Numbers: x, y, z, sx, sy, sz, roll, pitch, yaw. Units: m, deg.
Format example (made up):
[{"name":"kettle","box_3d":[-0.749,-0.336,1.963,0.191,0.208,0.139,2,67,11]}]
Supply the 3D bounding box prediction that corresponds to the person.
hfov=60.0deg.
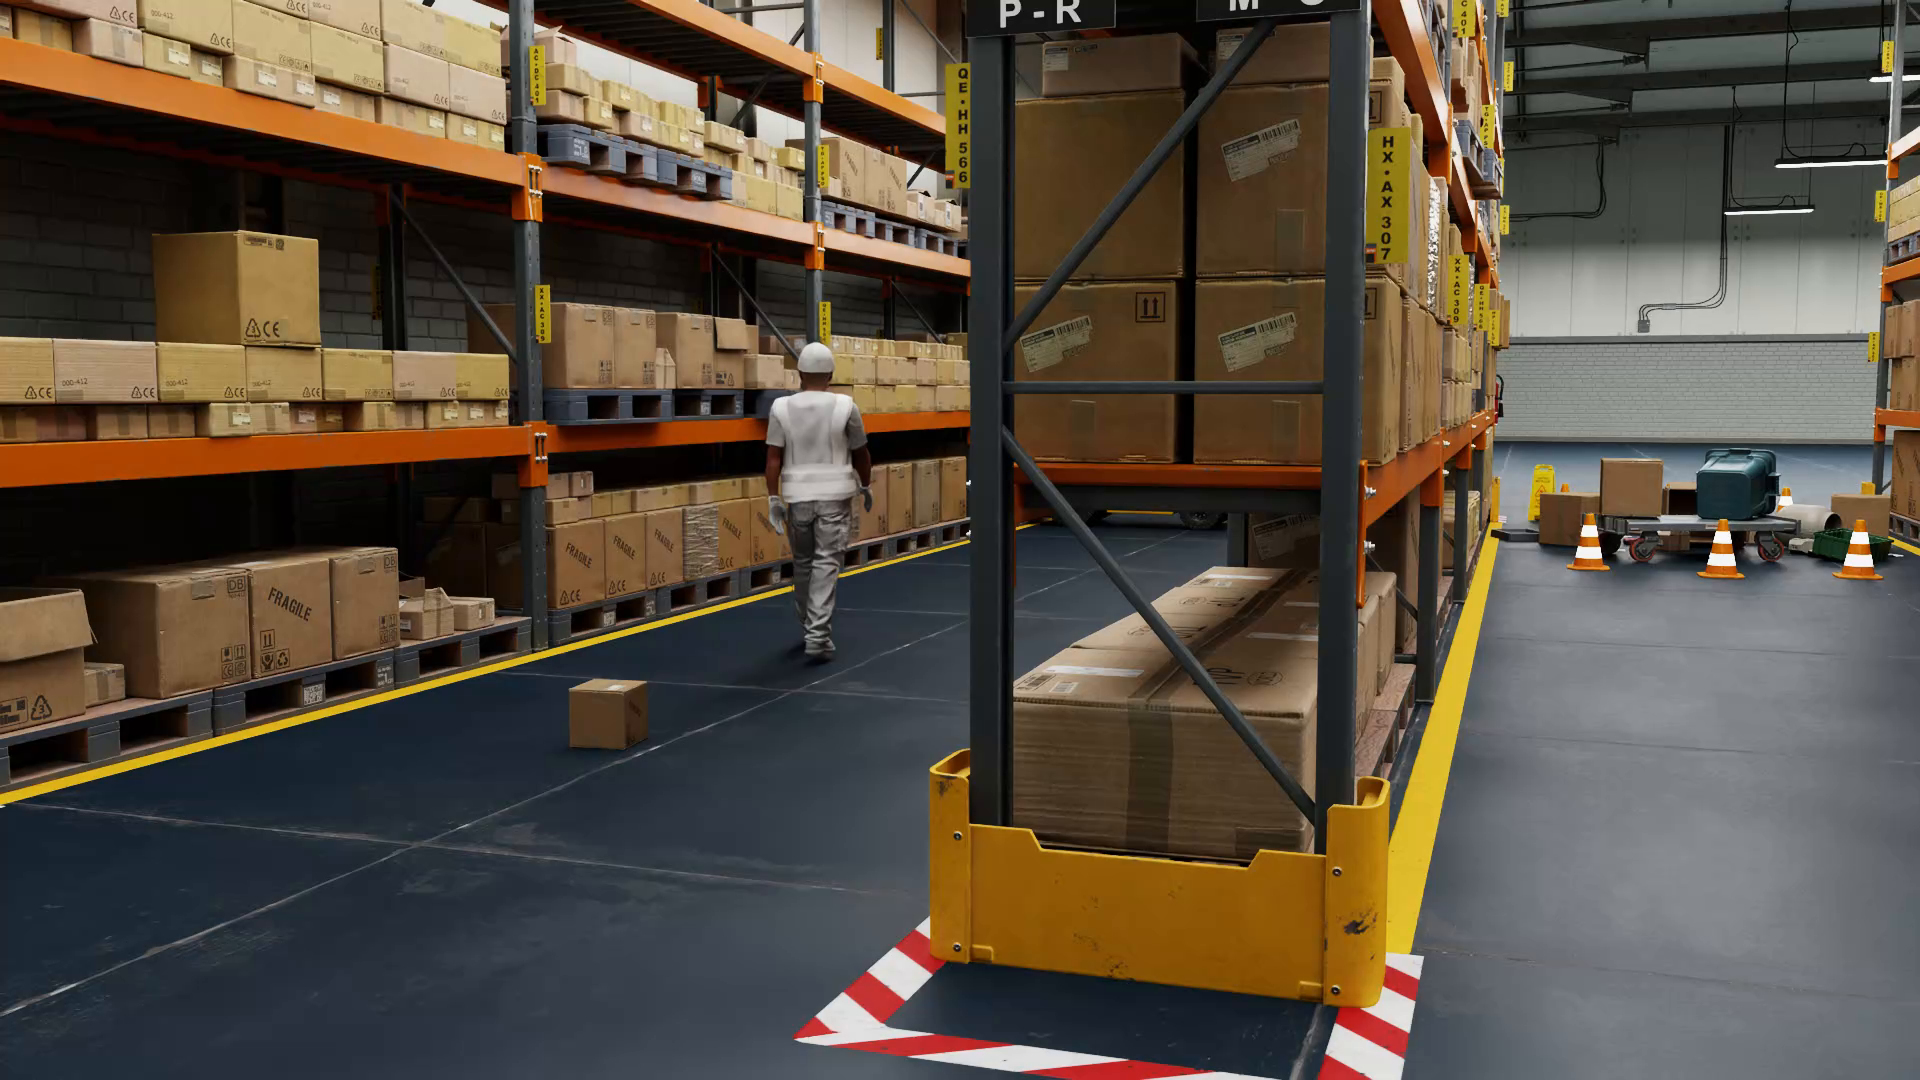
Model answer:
[{"name":"person","box_3d":[-0.774,-0.259,9.518,0.549,1.726,0.996,1,5,9]}]
